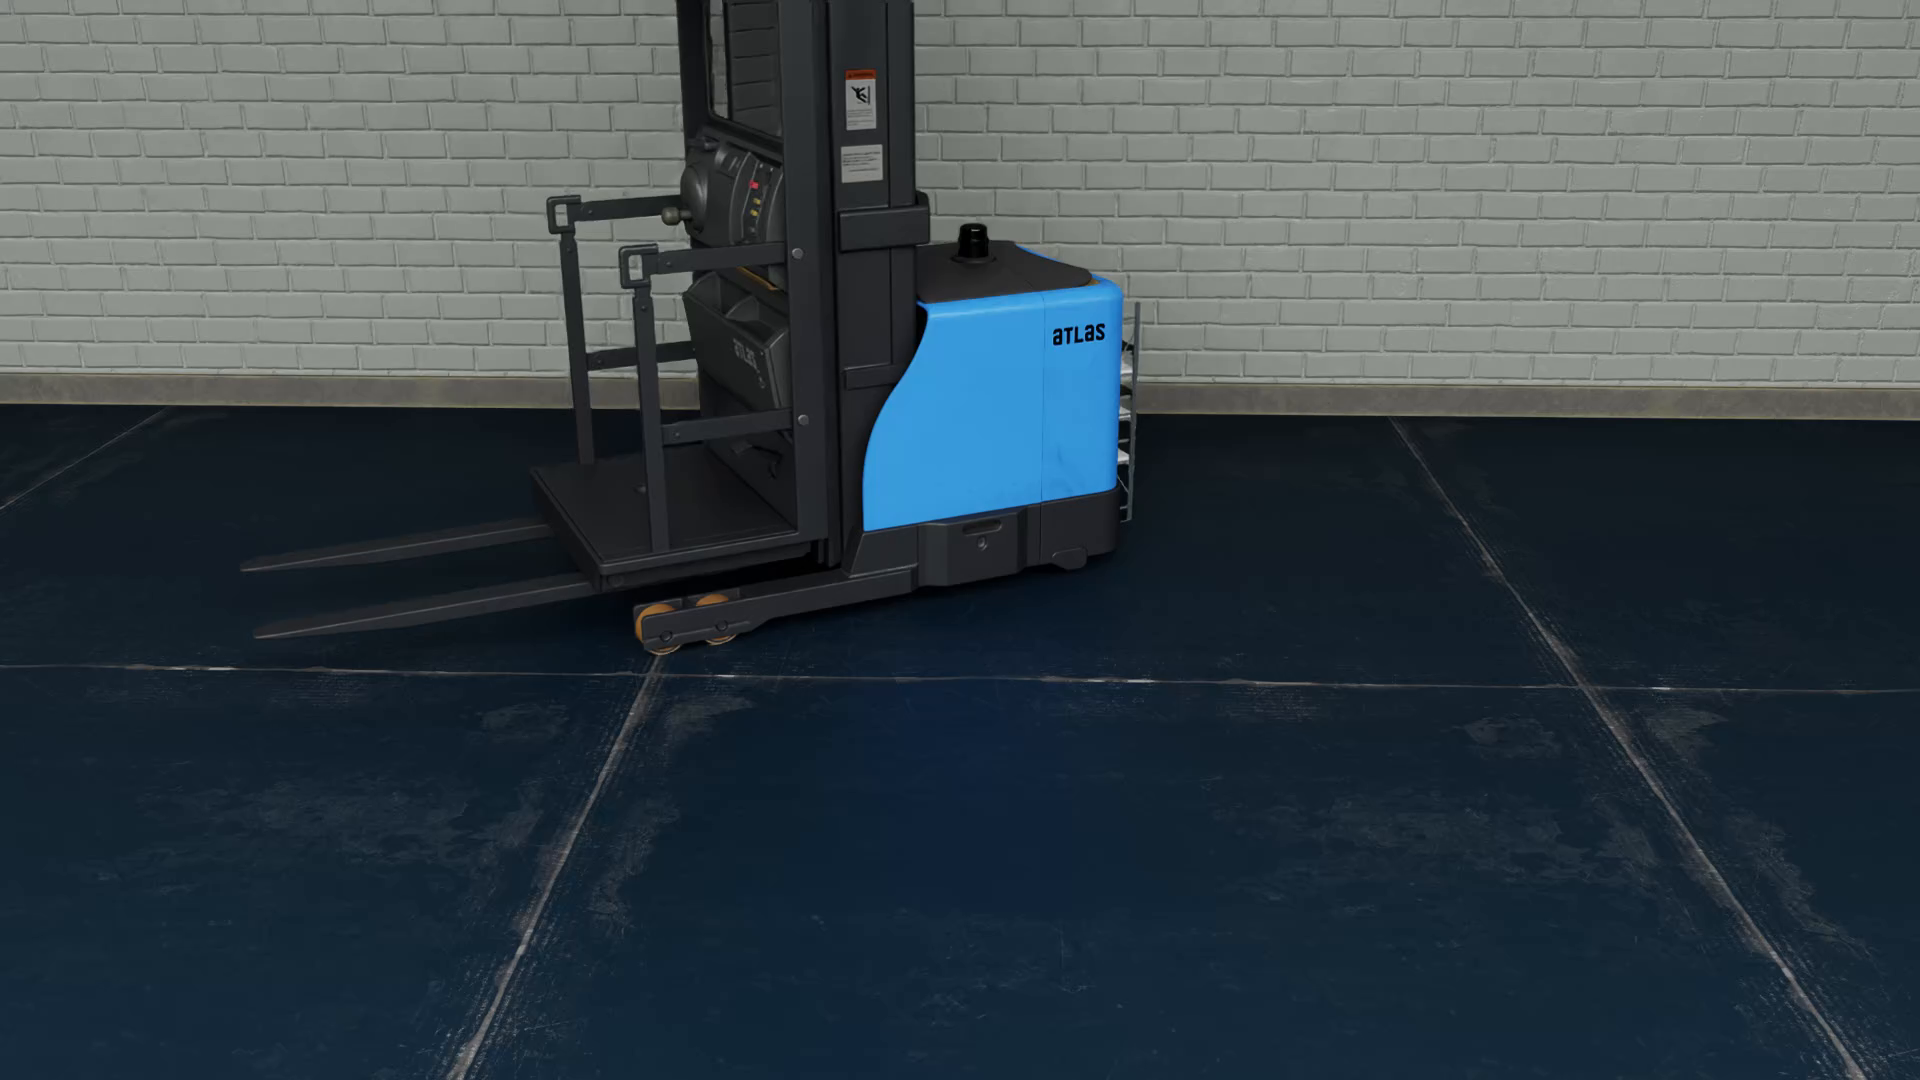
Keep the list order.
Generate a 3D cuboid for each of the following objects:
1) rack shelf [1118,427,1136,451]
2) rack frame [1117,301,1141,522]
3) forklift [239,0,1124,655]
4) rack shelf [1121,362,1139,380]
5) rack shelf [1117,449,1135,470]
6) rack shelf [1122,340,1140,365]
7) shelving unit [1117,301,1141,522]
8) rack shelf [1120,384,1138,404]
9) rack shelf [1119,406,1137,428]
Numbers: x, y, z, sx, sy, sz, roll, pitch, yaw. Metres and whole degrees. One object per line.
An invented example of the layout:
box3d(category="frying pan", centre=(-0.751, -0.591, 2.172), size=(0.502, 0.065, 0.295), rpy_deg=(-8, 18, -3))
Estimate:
box3d(category="rack shelf", centre=(0.542, -0.399, 6.654), size=(0.258, 0.077, 0.200), rpy_deg=(-10, 23, -24))
box3d(category="rack frame", centre=(0.586, -0.481, 6.524), size=(0.240, 0.900, 0.006), rpy_deg=(-10, 23, -24))
box3d(category="forklift", centre=(-0.958, -1.201, 5.572), size=(3.031, 2.935, 1.130), rpy_deg=(-10, 23, -24))
box3d(category="rack shelf", centre=(0.542, -0.651, 6.557), size=(0.258, 0.077, 0.200), rpy_deg=(-10, 23, -24))
box3d(category="rack shelf", centre=(0.542, -0.315, 6.687), size=(0.258, 0.077, 0.200), rpy_deg=(-10, 23, -24))
box3d(category="rack shelf", centre=(0.542, -0.735, 6.524), size=(0.258, 0.077, 0.200), rpy_deg=(-10, 23, -24))
box3d(category="shelving unit", centre=(0.542, -0.514, 6.610), size=(0.258, 0.900, 0.210), rpy_deg=(-10, 23, -24))
box3d(category="rack shelf", centre=(0.542, -0.567, 6.589), size=(0.258, 0.077, 0.200), rpy_deg=(-10, 23, -24))
box3d(category="rack shelf", centre=(0.542, -0.483, 6.622), size=(0.258, 0.077, 0.200), rpy_deg=(-10, 23, -24))
